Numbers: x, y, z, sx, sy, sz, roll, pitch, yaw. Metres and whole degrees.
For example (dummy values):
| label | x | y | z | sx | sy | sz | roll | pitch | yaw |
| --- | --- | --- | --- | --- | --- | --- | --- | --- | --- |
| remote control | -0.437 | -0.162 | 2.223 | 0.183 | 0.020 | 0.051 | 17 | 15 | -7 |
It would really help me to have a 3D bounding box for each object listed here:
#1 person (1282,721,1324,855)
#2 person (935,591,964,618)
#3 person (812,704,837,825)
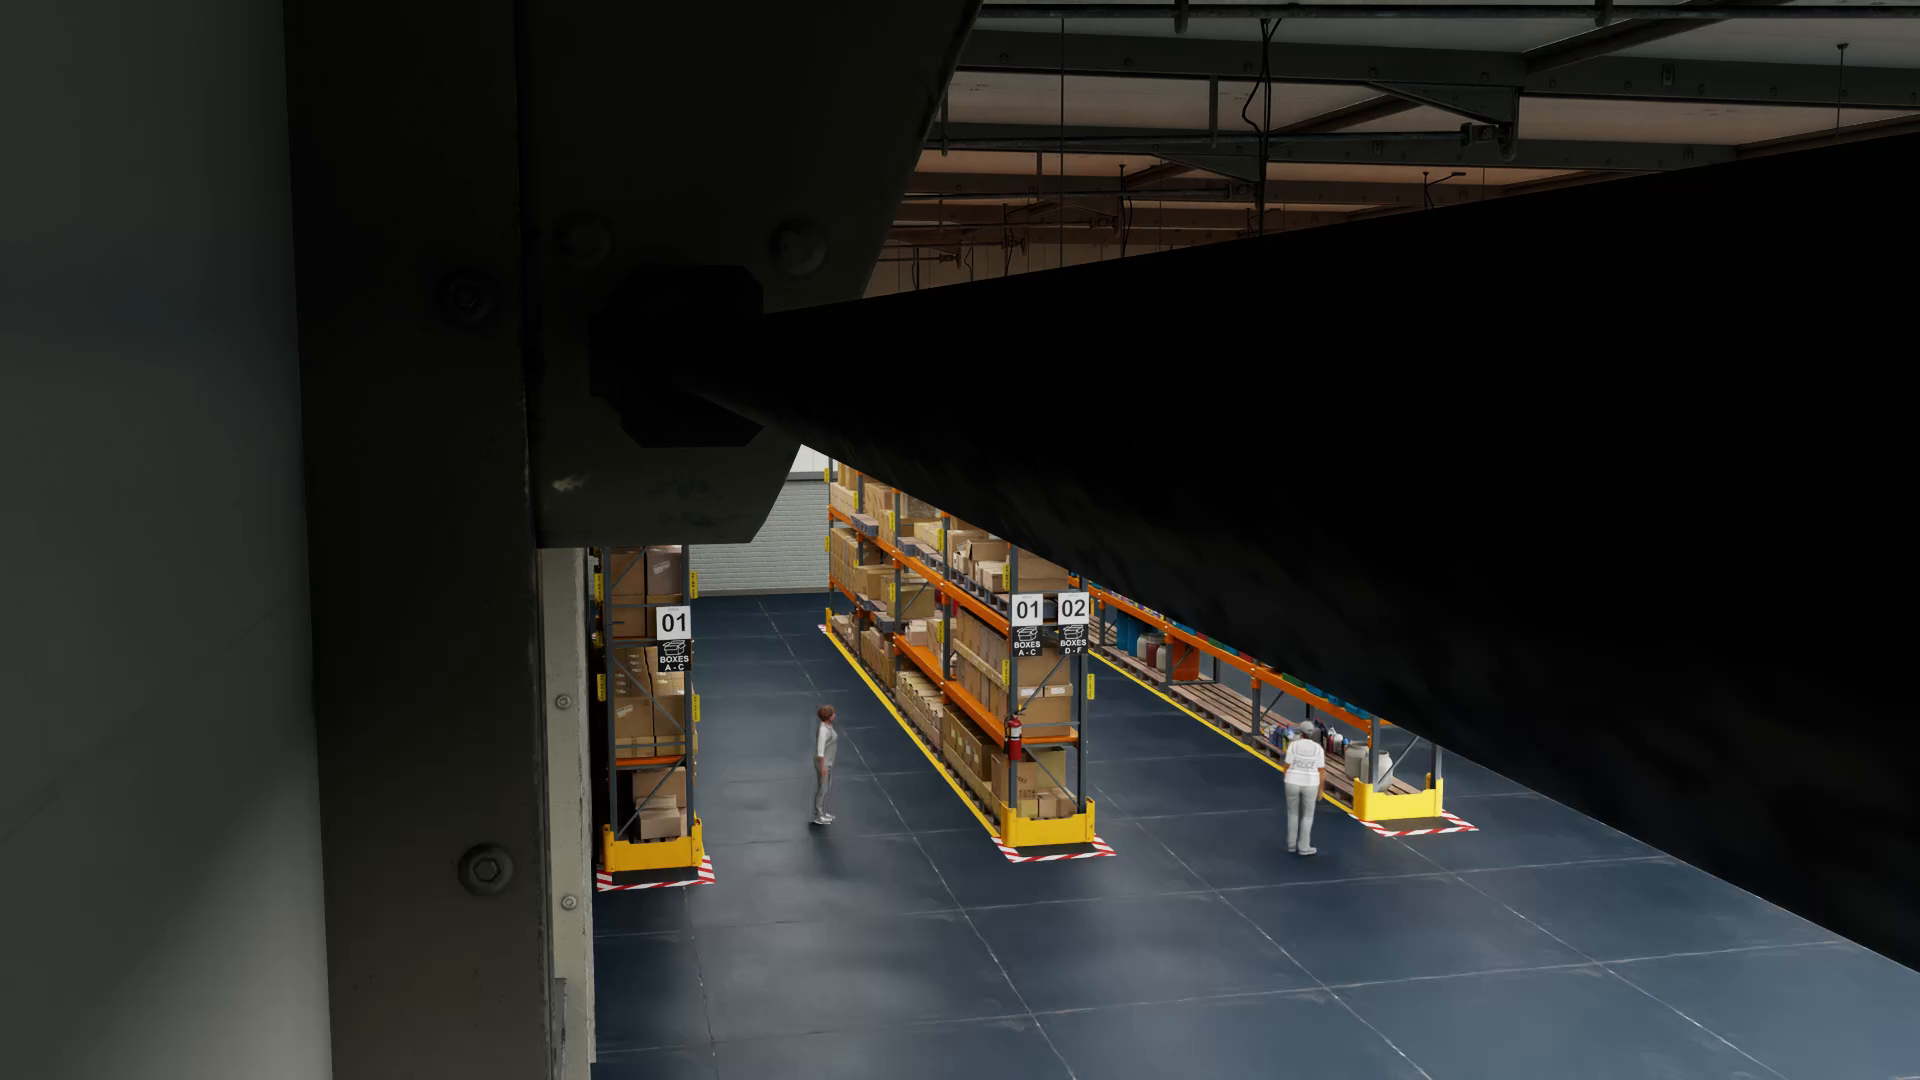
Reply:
| label | x | y | z | sx | sy | sz | roll | pitch | yaw |
| --- | --- | --- | --- | --- | --- | --- | --- | --- | --- |
| person | 4.247 | 3.066 | 20.581 | 0.504 | 1.675 | 0.405 | 2 | 7 | 19 |
| person | -0.154 | 1.600 | 32.985 | 0.621 | 1.719 | 0.976 | -2 | 7 | -13 |
| person | -1.784 | 2.948 | 21.908 | 0.339 | 1.601 | 0.499 | 0 | 7 | 4 |
